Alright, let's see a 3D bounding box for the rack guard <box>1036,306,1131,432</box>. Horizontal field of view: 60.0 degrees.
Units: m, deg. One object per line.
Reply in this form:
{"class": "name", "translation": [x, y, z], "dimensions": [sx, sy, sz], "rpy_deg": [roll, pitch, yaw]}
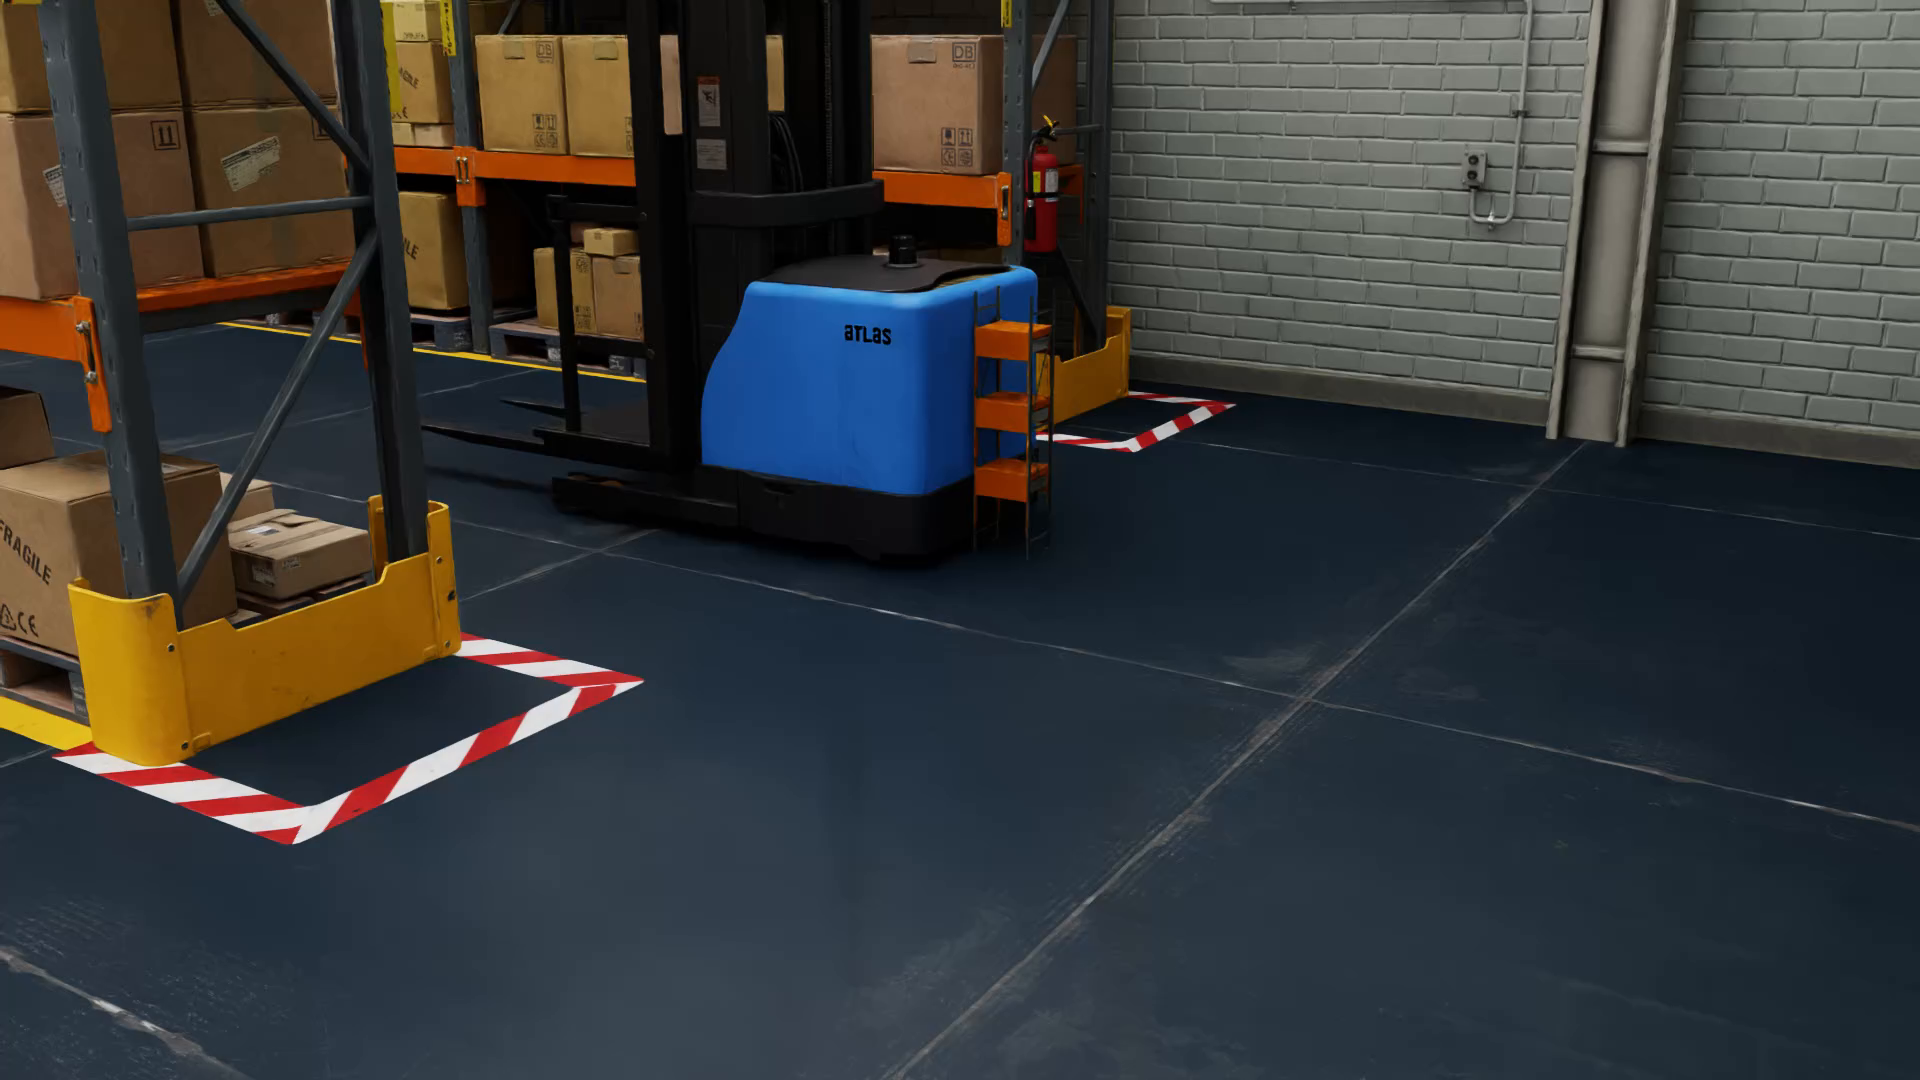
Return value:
{"class": "rack guard", "translation": [0.549, -0.967, 9.204], "dimensions": [0.348, 0.500, 1.175], "rpy_deg": [10, 20, 30]}

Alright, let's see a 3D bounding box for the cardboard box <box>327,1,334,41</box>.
{"class": "cardboard box", "translation": [-3.842, -3.421, 10.975], "dimensions": [0.500, 0.250, 0.500], "rpy_deg": [11, 20, 31]}

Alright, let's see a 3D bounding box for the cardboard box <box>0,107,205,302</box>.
{"class": "cardboard box", "translation": [-2.585, -0.988, 4.799], "dimensions": [0.500, 0.500, 0.500], "rpy_deg": [11, 20, 32]}

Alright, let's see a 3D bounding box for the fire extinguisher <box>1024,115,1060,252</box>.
{"class": "fire extinguisher", "translation": [0.416, -1.814, 8.466], "dimensions": [0.183, 0.674, 0.296], "rpy_deg": [10, 20, 30]}

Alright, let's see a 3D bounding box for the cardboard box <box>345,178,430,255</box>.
{"class": "cardboard box", "translation": [-4.261, -2.148, 11.769], "dimensions": [0.750, 0.750, 0.750], "rpy_deg": [11, 20, 32]}

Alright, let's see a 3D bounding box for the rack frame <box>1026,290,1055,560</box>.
{"class": "rack frame", "translation": [0.318, -0.447, 6.548], "dimensions": [0.008, 1.050, 0.200], "rpy_deg": [10, 19, 29]}

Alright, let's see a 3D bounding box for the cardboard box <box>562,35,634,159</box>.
{"class": "cardboard box", "translation": [-1.807, -2.719, 10.157], "dimensions": [0.700, 0.700, 0.980], "rpy_deg": [10, 19, 29]}

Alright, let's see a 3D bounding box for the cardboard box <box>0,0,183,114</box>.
{"class": "cardboard box", "translation": [-2.584, -1.465, 4.650], "dimensions": [0.500, 0.500, 0.500], "rpy_deg": [10, 20, 30]}

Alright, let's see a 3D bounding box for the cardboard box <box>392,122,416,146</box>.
{"class": "cardboard box", "translation": [-3.544, -2.678, 10.935], "dimensions": [0.250, 0.149, 0.380], "rpy_deg": [11, 20, 31]}

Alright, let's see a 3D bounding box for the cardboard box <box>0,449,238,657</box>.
{"class": "cardboard box", "translation": [-2.653, 0.025, 5.182], "dimensions": [0.500, 0.500, 0.500], "rpy_deg": [10, 20, 30]}

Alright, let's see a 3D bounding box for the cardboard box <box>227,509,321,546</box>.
{"class": "cardboard box", "translation": [-2.451, 0.019, 5.775], "dimensions": [0.250, 0.166, 0.380], "rpy_deg": [10, 20, 30]}

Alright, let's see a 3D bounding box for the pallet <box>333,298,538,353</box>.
{"class": "pallet", "translation": [-3.577, -1.539, 11.586], "dimensions": [1.213, 0.211, 1.003], "rpy_deg": [10, 20, 30]}

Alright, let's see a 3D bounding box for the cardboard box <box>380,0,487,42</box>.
{"class": "cardboard box", "translation": [-3.412, -3.341, 10.711], "dimensions": [0.500, 0.250, 0.500], "rpy_deg": [11, 20, 31]}

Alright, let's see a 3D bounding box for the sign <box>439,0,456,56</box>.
{"class": "sign", "translation": [-3.156, -3.155, 10.251], "dimensions": [0.005, 0.325, 0.100], "rpy_deg": [10, 20, 30]}

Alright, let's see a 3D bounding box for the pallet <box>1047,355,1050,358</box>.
{"class": "pallet", "translation": [-0.194, -0.934, 9.594], "dimensions": [1.213, 0.211, 1.003], "rpy_deg": [10, 20, 30]}

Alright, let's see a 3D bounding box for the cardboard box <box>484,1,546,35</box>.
{"class": "cardboard box", "translation": [-3.135, -3.468, 11.128], "dimensions": [0.500, 0.250, 0.500], "rpy_deg": [11, 20, 32]}

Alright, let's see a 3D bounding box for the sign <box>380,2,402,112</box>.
{"class": "sign", "translation": [-1.777, -1.488, 5.128], "dimensions": [0.005, 0.325, 0.100], "rpy_deg": [10, 20, 30]}

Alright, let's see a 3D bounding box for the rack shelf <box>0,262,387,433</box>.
{"class": "rack shelf", "translation": [-3.765, -0.899, 5.918], "dimensions": [4.000, 0.370, 1.077], "rpy_deg": [10, 20, 30]}

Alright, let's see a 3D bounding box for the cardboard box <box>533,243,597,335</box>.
{"class": "cardboard box", "translation": [-2.296, -1.641, 10.700], "dimensions": [0.500, 0.500, 0.700], "rpy_deg": [10, 20, 31]}

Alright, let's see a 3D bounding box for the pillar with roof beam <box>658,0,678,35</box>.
{"class": "pillar with roof beam", "translation": [-4.084, -4.687, 6.828], "dimensions": [0.400, 9.000, 9.100], "rpy_deg": [10, 20, 30]}

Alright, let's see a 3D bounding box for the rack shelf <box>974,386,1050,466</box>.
{"class": "rack shelf", "translation": [0.213, -0.455, 6.610], "dimensions": [0.240, 0.259, 0.215], "rpy_deg": [10, 19, 29]}

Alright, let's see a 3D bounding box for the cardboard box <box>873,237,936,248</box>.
{"class": "cardboard box", "translation": [-0.341, -1.671, 9.683], "dimensions": [0.250, 0.149, 0.380], "rpy_deg": [10, 20, 30]}

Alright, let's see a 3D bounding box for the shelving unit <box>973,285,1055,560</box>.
{"class": "shelving unit", "translation": [0.213, -0.465, 6.607], "dimensions": [0.252, 1.050, 0.215], "rpy_deg": [10, 19, 29]}

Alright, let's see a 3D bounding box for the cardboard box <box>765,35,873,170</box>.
{"class": "cardboard box", "translation": [-0.537, -2.493, 9.411], "dimensions": [0.700, 0.700, 0.980], "rpy_deg": [10, 20, 30]}

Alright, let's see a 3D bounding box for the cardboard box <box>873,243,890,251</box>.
{"class": "cardboard box", "translation": [-0.543, -1.577, 9.372], "dimensions": [0.250, 0.149, 0.380], "rpy_deg": [11, 20, 32]}

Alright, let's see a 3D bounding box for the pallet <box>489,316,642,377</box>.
{"class": "pallet", "translation": [-2.273, -1.306, 10.816], "dimensions": [1.213, 0.211, 1.003], "rpy_deg": [10, 20, 30]}

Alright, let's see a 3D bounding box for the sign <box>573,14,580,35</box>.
{"class": "sign", "translation": [-2.591, -3.365, 11.171], "dimensions": [0.005, 0.325, 0.100], "rpy_deg": [10, 20, 30]}

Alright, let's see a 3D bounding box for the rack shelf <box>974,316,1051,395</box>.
{"class": "rack shelf", "translation": [0.213, -0.727, 6.528], "dimensions": [0.240, 0.259, 0.215], "rpy_deg": [10, 19, 29]}

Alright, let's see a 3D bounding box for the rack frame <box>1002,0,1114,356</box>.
{"class": "rack frame", "translation": [0.529, -2.166, 8.852], "dimensions": [0.127, 3.000, 1.000], "rpy_deg": [10, 20, 30]}

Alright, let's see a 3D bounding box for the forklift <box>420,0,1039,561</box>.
{"class": "forklift", "translation": [-1.191, -1.615, 7.154], "dimensions": [3.031, 2.935, 1.130], "rpy_deg": [10, 19, 29]}

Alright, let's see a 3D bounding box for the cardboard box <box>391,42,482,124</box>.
{"class": "cardboard box", "translation": [-3.405, -2.982, 10.820], "dimensions": [0.500, 0.500, 0.500], "rpy_deg": [10, 19, 29]}

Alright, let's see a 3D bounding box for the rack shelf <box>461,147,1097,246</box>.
{"class": "rack shelf", "translation": [-1.176, -2.126, 9.958], "dimensions": [4.000, 0.370, 1.077], "rpy_deg": [10, 20, 30]}

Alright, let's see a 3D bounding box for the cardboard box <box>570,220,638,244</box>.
{"class": "cardboard box", "translation": [-2.316, -2.022, 10.840], "dimensions": [0.250, 0.149, 0.380], "rpy_deg": [10, 20, 30]}

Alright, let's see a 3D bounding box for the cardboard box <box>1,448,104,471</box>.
{"class": "cardboard box", "translation": [-3.228, -0.139, 6.152], "dimensions": [0.500, 0.250, 0.500], "rpy_deg": [10, 20, 30]}
